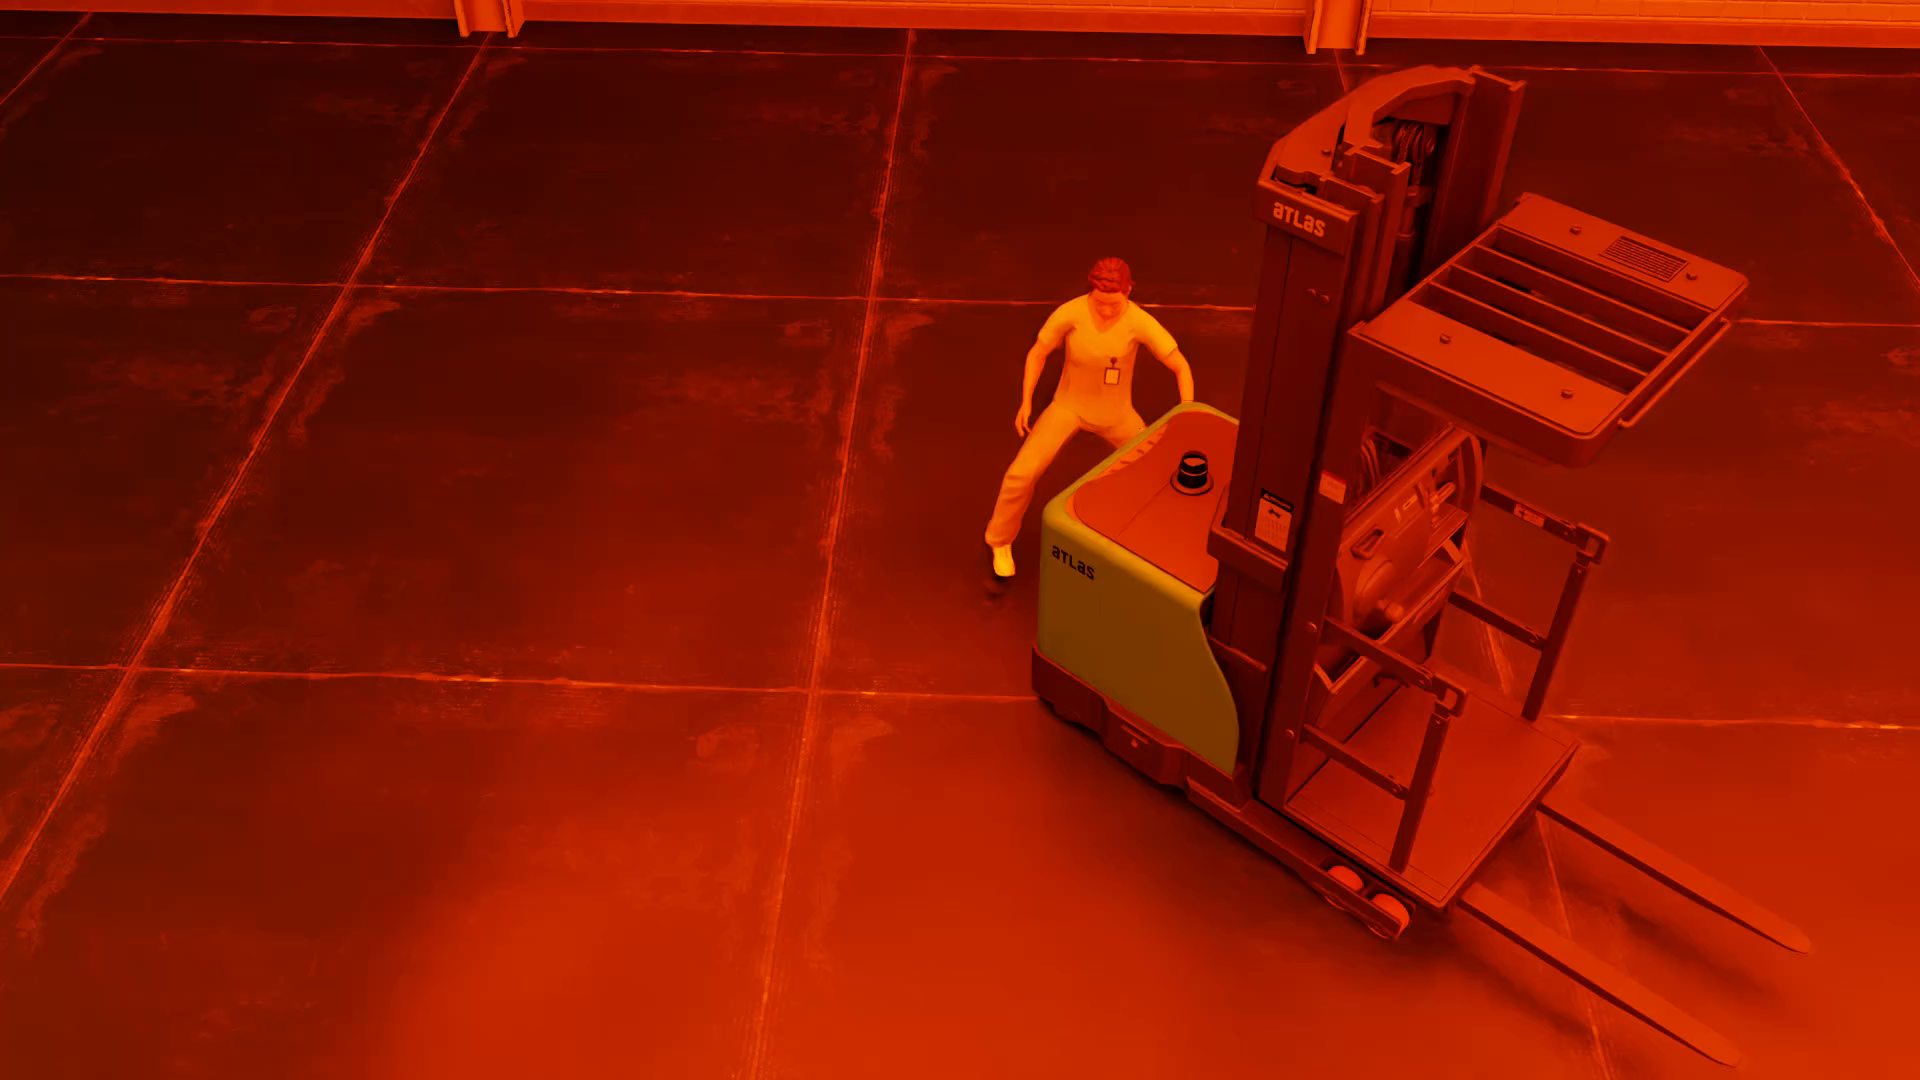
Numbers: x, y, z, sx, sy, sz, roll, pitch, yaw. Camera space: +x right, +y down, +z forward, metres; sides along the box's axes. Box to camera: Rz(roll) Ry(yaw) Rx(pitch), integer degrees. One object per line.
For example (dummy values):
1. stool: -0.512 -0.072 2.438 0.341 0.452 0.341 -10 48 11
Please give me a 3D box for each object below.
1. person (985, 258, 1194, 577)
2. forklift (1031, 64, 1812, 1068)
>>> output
1. person: 0.633 -0.561 7.448 0.939 1.538 0.880 8 43 9
2. forklift: 1.733 0.014 5.727 3.031 2.935 1.130 32 51 30
